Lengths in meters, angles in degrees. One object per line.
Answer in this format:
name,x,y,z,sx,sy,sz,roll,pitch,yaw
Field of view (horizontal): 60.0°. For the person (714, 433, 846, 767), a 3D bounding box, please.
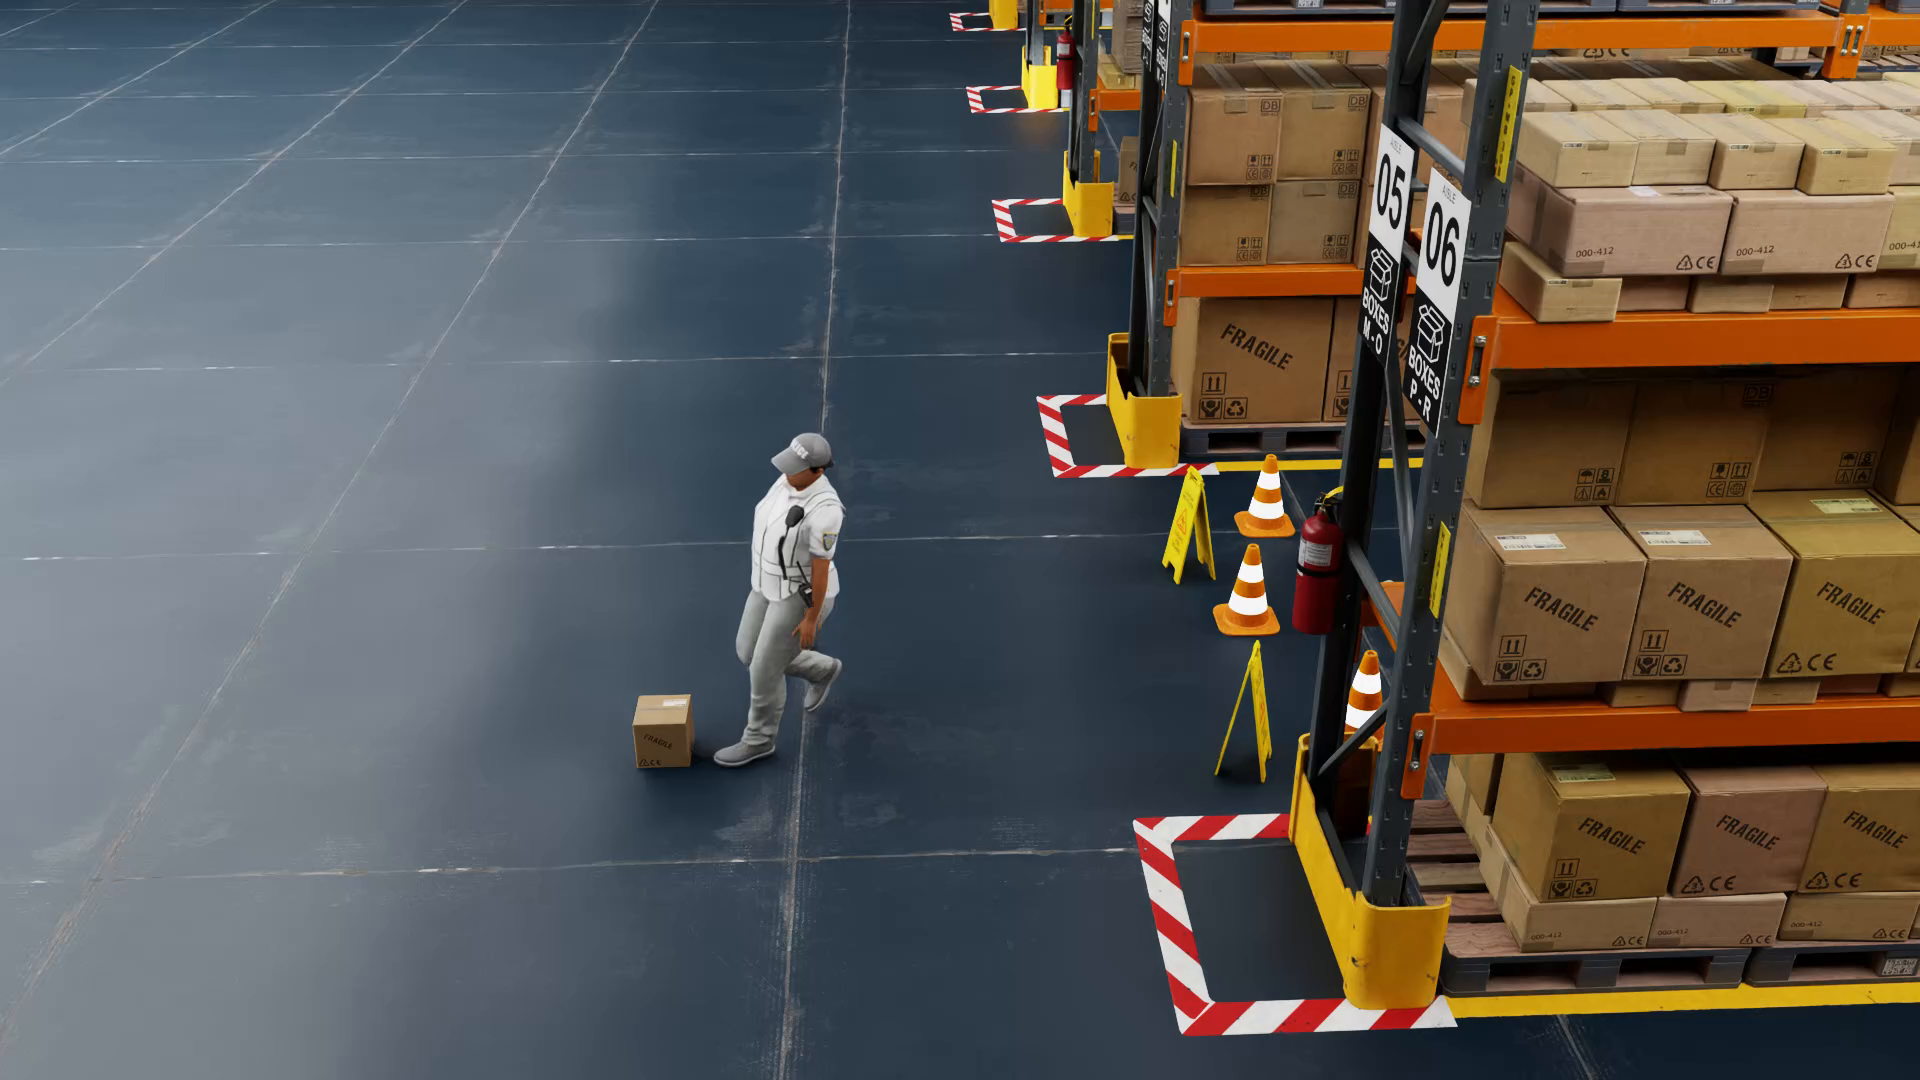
person,-0.862,0.257,7.736,0.757,1.595,0.525,-18,32,-30
